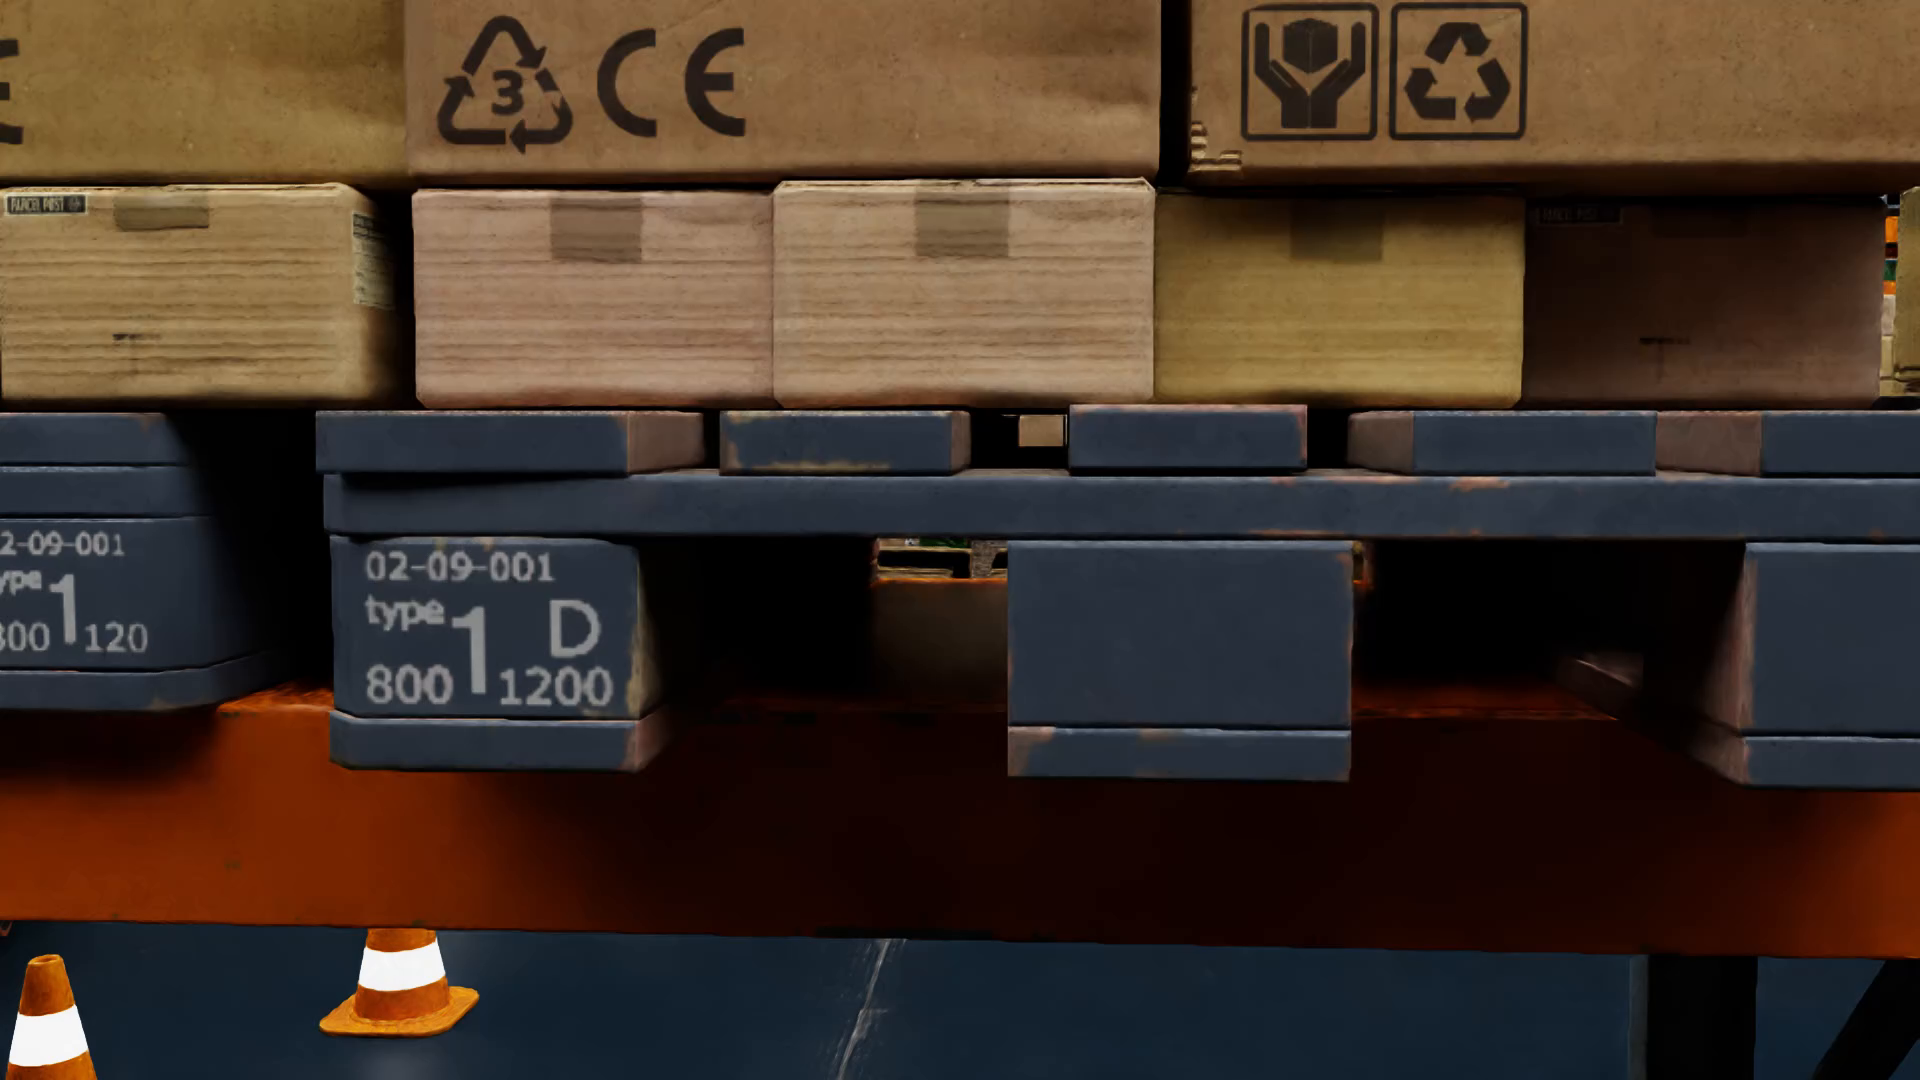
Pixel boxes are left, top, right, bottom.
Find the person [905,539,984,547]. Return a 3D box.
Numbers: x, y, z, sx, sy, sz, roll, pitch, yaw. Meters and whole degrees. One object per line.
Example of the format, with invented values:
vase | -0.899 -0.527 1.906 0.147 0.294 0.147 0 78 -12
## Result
person | -0.136 -0.107 9.905 0.631 1.769 0.715 2 5 29
